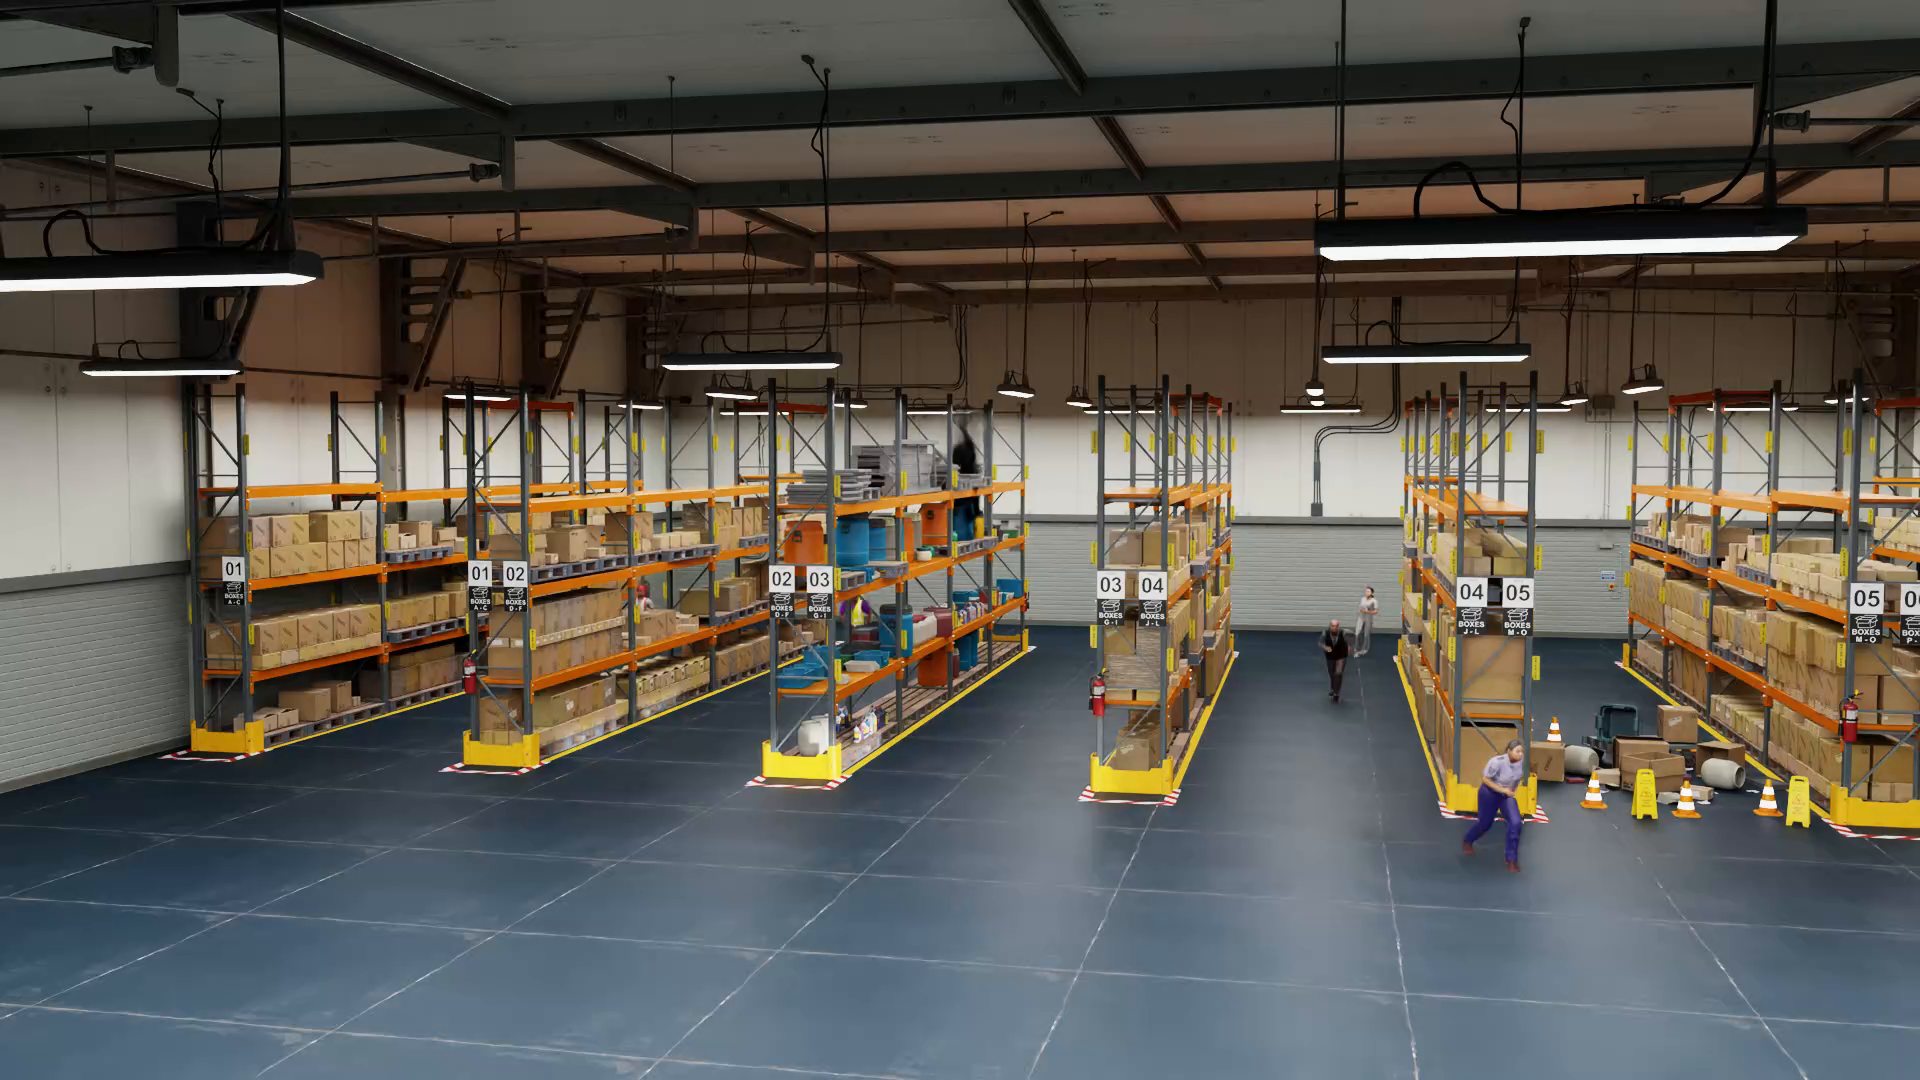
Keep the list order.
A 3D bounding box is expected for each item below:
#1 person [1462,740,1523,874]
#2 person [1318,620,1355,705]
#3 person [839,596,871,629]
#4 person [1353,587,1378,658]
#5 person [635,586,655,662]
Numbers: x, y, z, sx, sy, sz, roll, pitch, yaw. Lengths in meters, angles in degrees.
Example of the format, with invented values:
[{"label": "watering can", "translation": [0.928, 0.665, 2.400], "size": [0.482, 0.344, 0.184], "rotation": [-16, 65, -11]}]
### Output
[{"label": "person", "translation": [6.358, 3.123, 19.813], "size": [0.649, 1.598, 0.962], "rotation": [-1, 4, -24]}, {"label": "person", "translation": [7.343, 2.359, 32.438], "size": [0.699, 1.682, 0.989], "rotation": [1, 3, 16]}, {"label": "person", "translation": [-2.301, 1.891, 36.172], "size": [0.703, 1.723, 0.588], "rotation": [1, 3, 9]}, {"label": "person", "translation": [9.658, 1.953, 39.268], "size": [0.549, 1.727, 0.682], "rotation": [2, 4, 35]}, {"label": "person", "translation": [-7.414, 1.928, 38.657], "size": [0.655, 1.752, 0.690], "rotation": [0, 3, 8]}]
